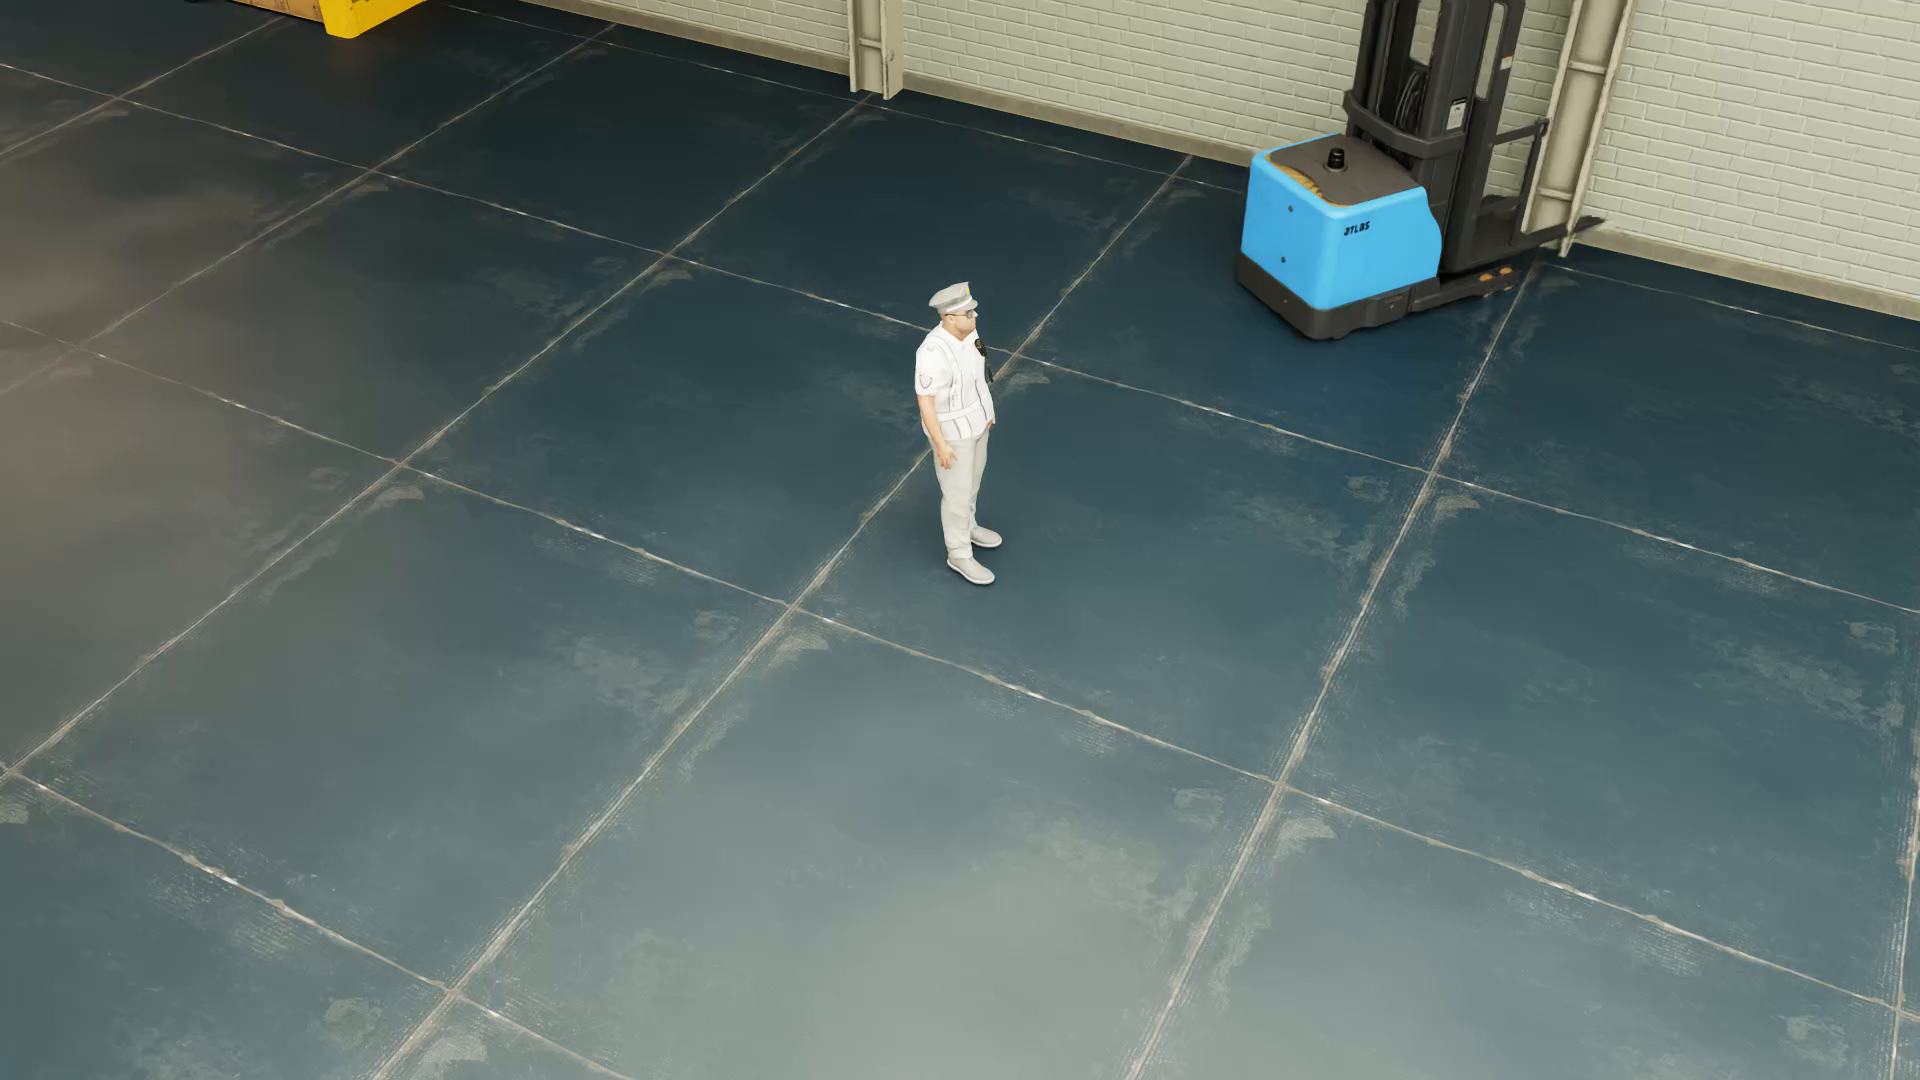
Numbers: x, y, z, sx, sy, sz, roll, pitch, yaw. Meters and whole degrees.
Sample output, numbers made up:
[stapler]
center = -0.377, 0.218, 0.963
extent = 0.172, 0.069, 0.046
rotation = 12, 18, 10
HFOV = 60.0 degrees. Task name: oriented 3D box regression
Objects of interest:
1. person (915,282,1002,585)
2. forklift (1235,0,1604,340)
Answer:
[person]
center = 0.063, -0.657, 9.648
extent = 0.575, 1.781, 0.640
rotation = 18, 43, 21
[forklift]
center = 3.615, -3.222, 11.813
extent = 3.031, 2.935, 1.130
rotation = -19, 44, -21
